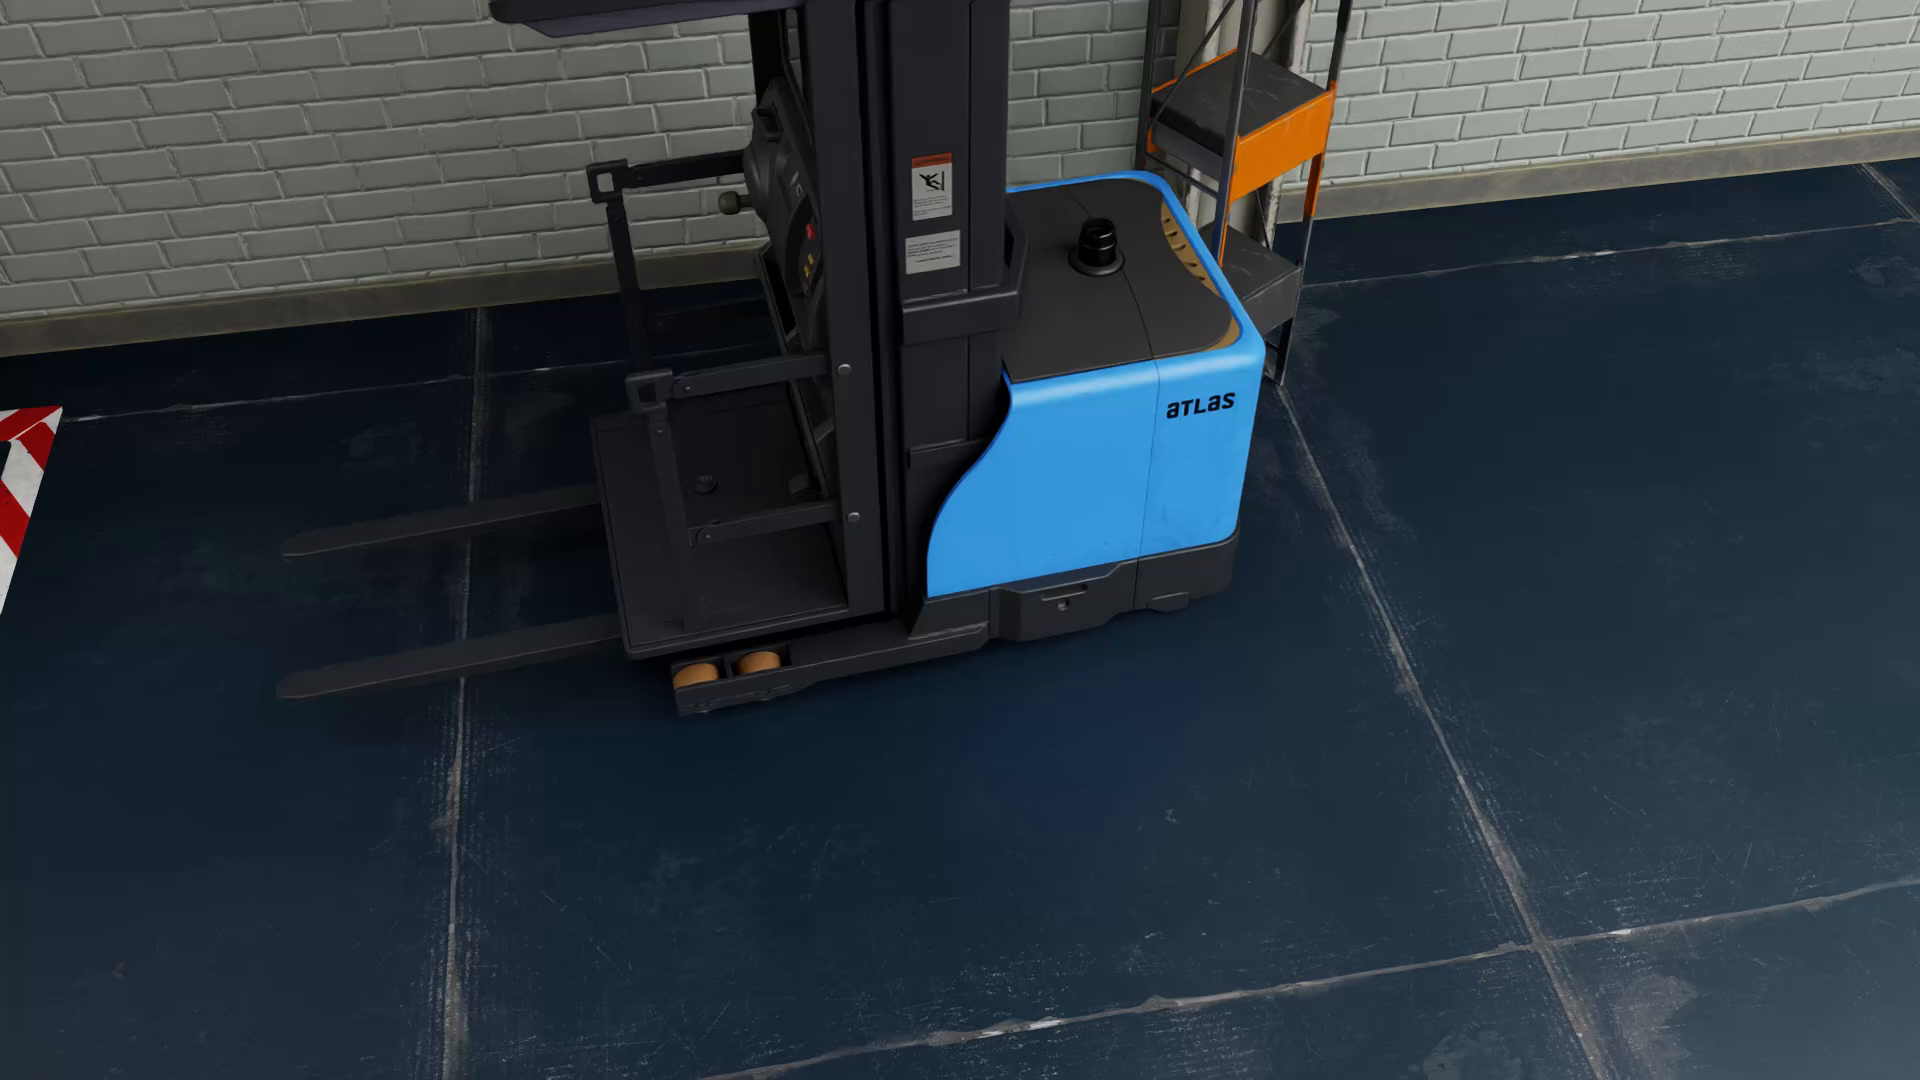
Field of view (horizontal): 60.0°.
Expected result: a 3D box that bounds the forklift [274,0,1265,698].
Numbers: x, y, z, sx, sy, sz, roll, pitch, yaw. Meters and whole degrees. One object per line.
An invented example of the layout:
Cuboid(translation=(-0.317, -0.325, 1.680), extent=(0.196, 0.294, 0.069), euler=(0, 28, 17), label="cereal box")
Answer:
Cuboid(translation=(-0.670, -0.934, 4.614), extent=(3.031, 2.935, 1.130), euler=(-7, 46, -7), label="forklift")

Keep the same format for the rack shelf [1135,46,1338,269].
Cuboid(translation=(0.908, -1.298, 5.561), extent=(0.480, 0.518, 0.431), euler=(-33, 54, -27), label="rack shelf")

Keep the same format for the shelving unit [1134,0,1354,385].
Cuboid(translation=(0.908, -1.307, 5.551), extent=(0.503, 2.100, 0.431), euler=(-33, 54, -27), label="shelving unit")

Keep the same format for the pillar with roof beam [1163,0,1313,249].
Cuboid(translation=(1.788, -1.283, 0.738), extent=(0.400, 9.000, 9.100), euler=(-7, 46, -7), label="pillar with roof beam")

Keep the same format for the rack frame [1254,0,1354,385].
Cuboid(translation=(1.090, -1.424, 5.663), extent=(0.015, 2.100, 0.400), euler=(-33, 54, -27), label="rack frame")

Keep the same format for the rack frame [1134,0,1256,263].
Cuboid(translation=(0.726, -1.190, 5.438), extent=(0.015, 2.100, 0.400), euler=(-33, 54, -27), label="rack frame")

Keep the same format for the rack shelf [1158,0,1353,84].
Cuboid(translation=(0.908, -1.783, 5.056), extent=(0.480, 0.518, 0.431), euler=(-33, 54, -27), label="rack shelf")

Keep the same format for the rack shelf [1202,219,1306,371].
Cuboid(translation=(0.909, -0.813, 6.065), extent=(0.480, 0.518, 0.431), euler=(-33, 54, -27), label="rack shelf")
